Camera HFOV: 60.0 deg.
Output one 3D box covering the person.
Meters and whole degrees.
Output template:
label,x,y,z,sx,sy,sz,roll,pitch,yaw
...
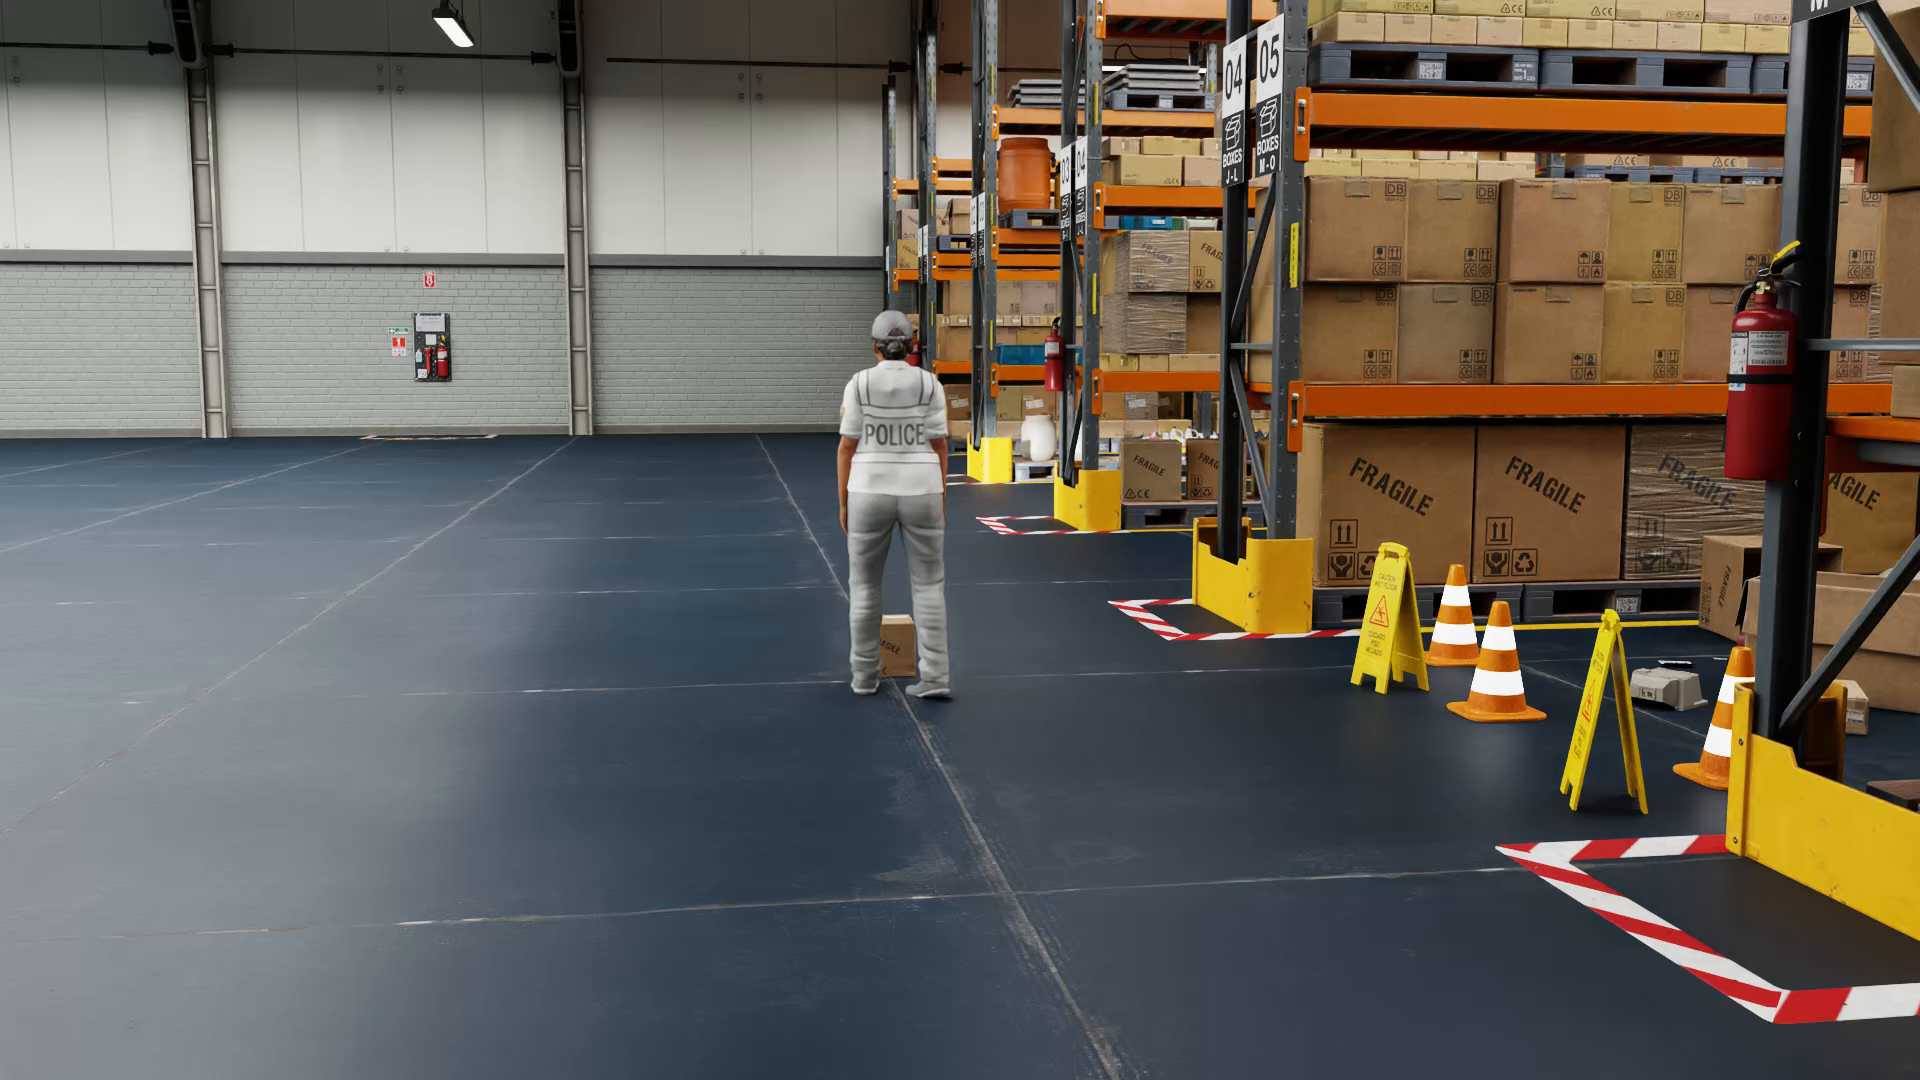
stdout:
label,x,y,z,sx,sy,sz,roll,pitch,yaw
person,-0.292,-0.142,7.187,0.474,1.688,0.413,-1,7,-7
